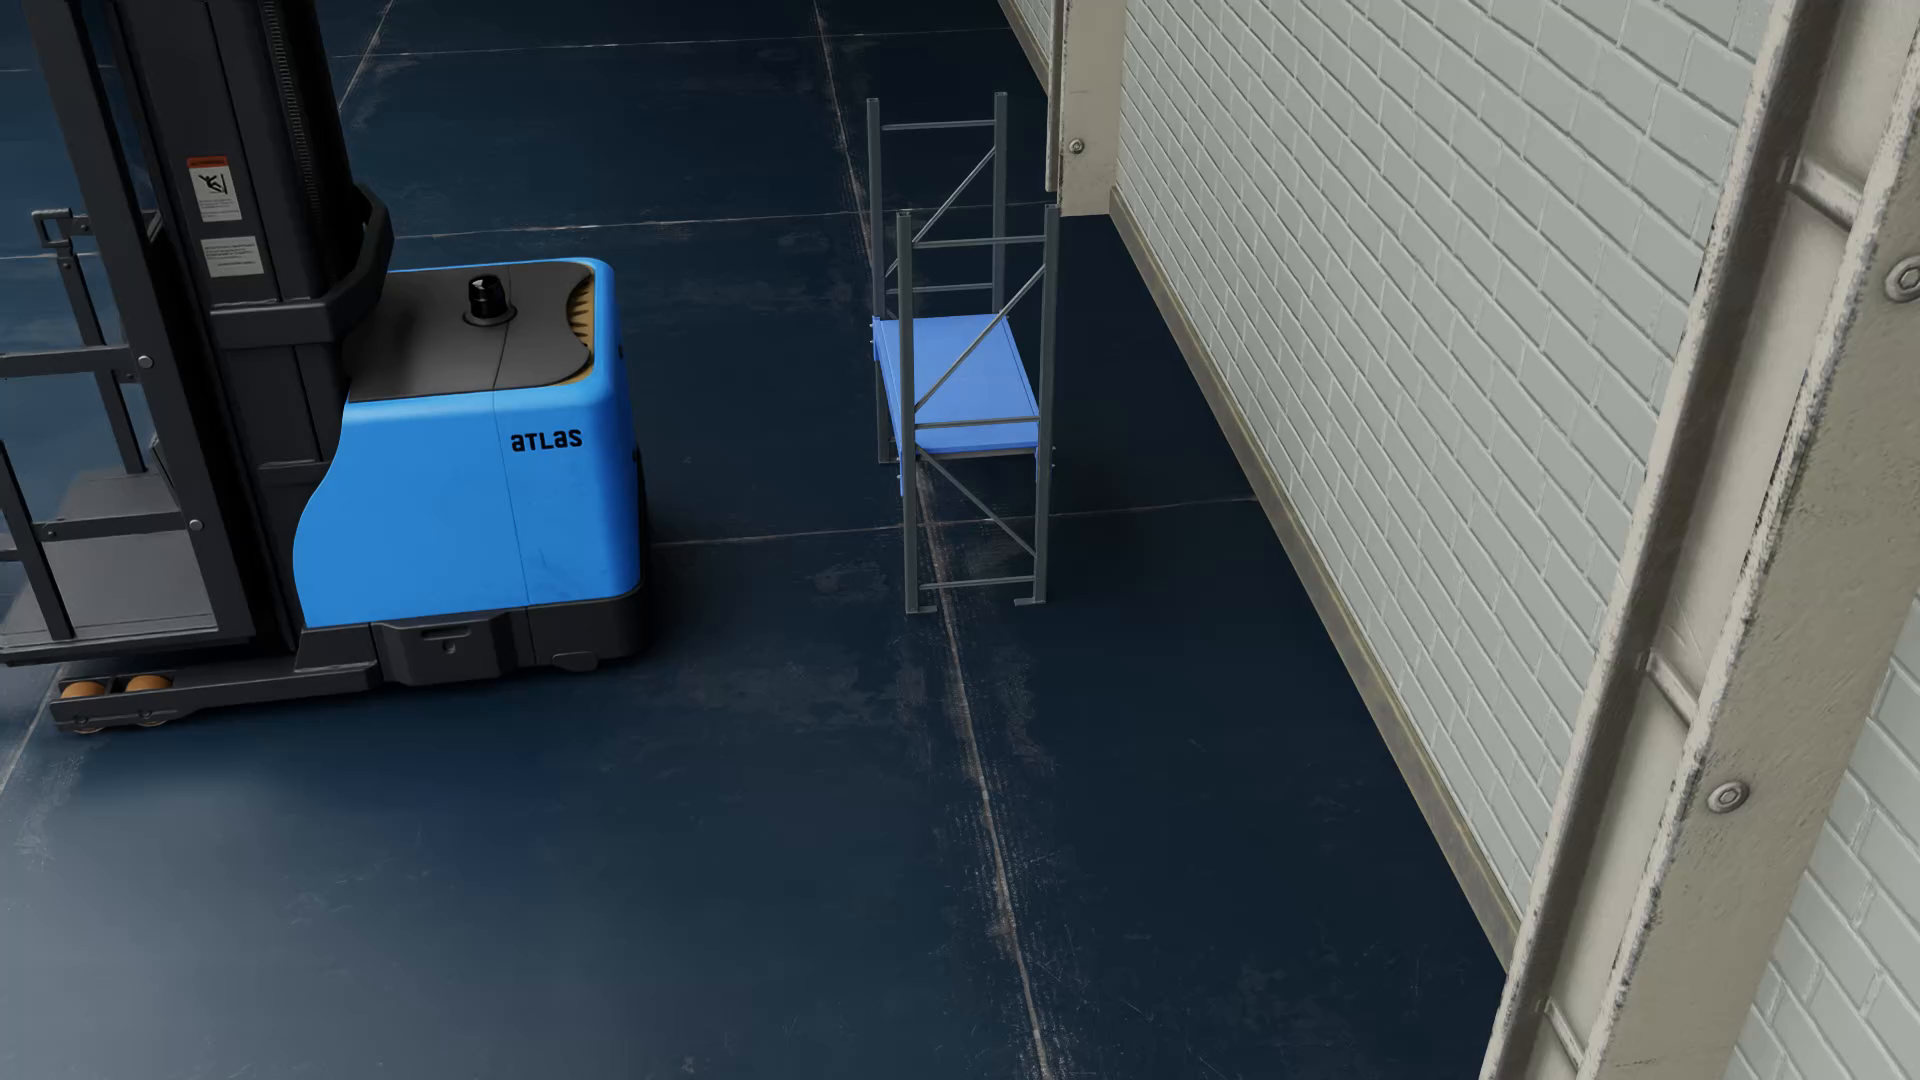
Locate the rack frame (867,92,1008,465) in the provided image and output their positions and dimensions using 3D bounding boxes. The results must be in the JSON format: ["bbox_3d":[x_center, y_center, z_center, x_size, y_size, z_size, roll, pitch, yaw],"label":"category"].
[{"bbox_3d":[-0.080,-0.951,6.314,0.500,1.500,0.032,-4,35,-6],"label":"rack frame"}]

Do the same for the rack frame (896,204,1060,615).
[{"bbox_3d":[0.057,-0.384,5.481,0.500,1.500,0.032,-4,35,-6],"label":"rack frame"}]

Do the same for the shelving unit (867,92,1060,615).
[{"bbox_3d":[-0.011,-0.667,5.897,0.538,1.500,1.048,-4,35,-6],"label":"shelving unit"}]

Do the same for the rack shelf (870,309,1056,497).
[{"bbox_3d":[-0.011,-0.519,5.999,0.538,0.185,1.000,-4,35,-6],"label":"rack shelf"}]

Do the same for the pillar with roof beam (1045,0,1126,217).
[{"bbox_3d":[-3.622,-5.216,5.913,9.100,9.000,0.400,-4,35,-6],"label":"pillar with roof beam"}]

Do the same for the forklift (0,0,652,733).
[{"bbox_3d":[-2.611,-0.913,4.987,3.031,2.935,1.130,-6,35,-8],"label":"forklift"}]
